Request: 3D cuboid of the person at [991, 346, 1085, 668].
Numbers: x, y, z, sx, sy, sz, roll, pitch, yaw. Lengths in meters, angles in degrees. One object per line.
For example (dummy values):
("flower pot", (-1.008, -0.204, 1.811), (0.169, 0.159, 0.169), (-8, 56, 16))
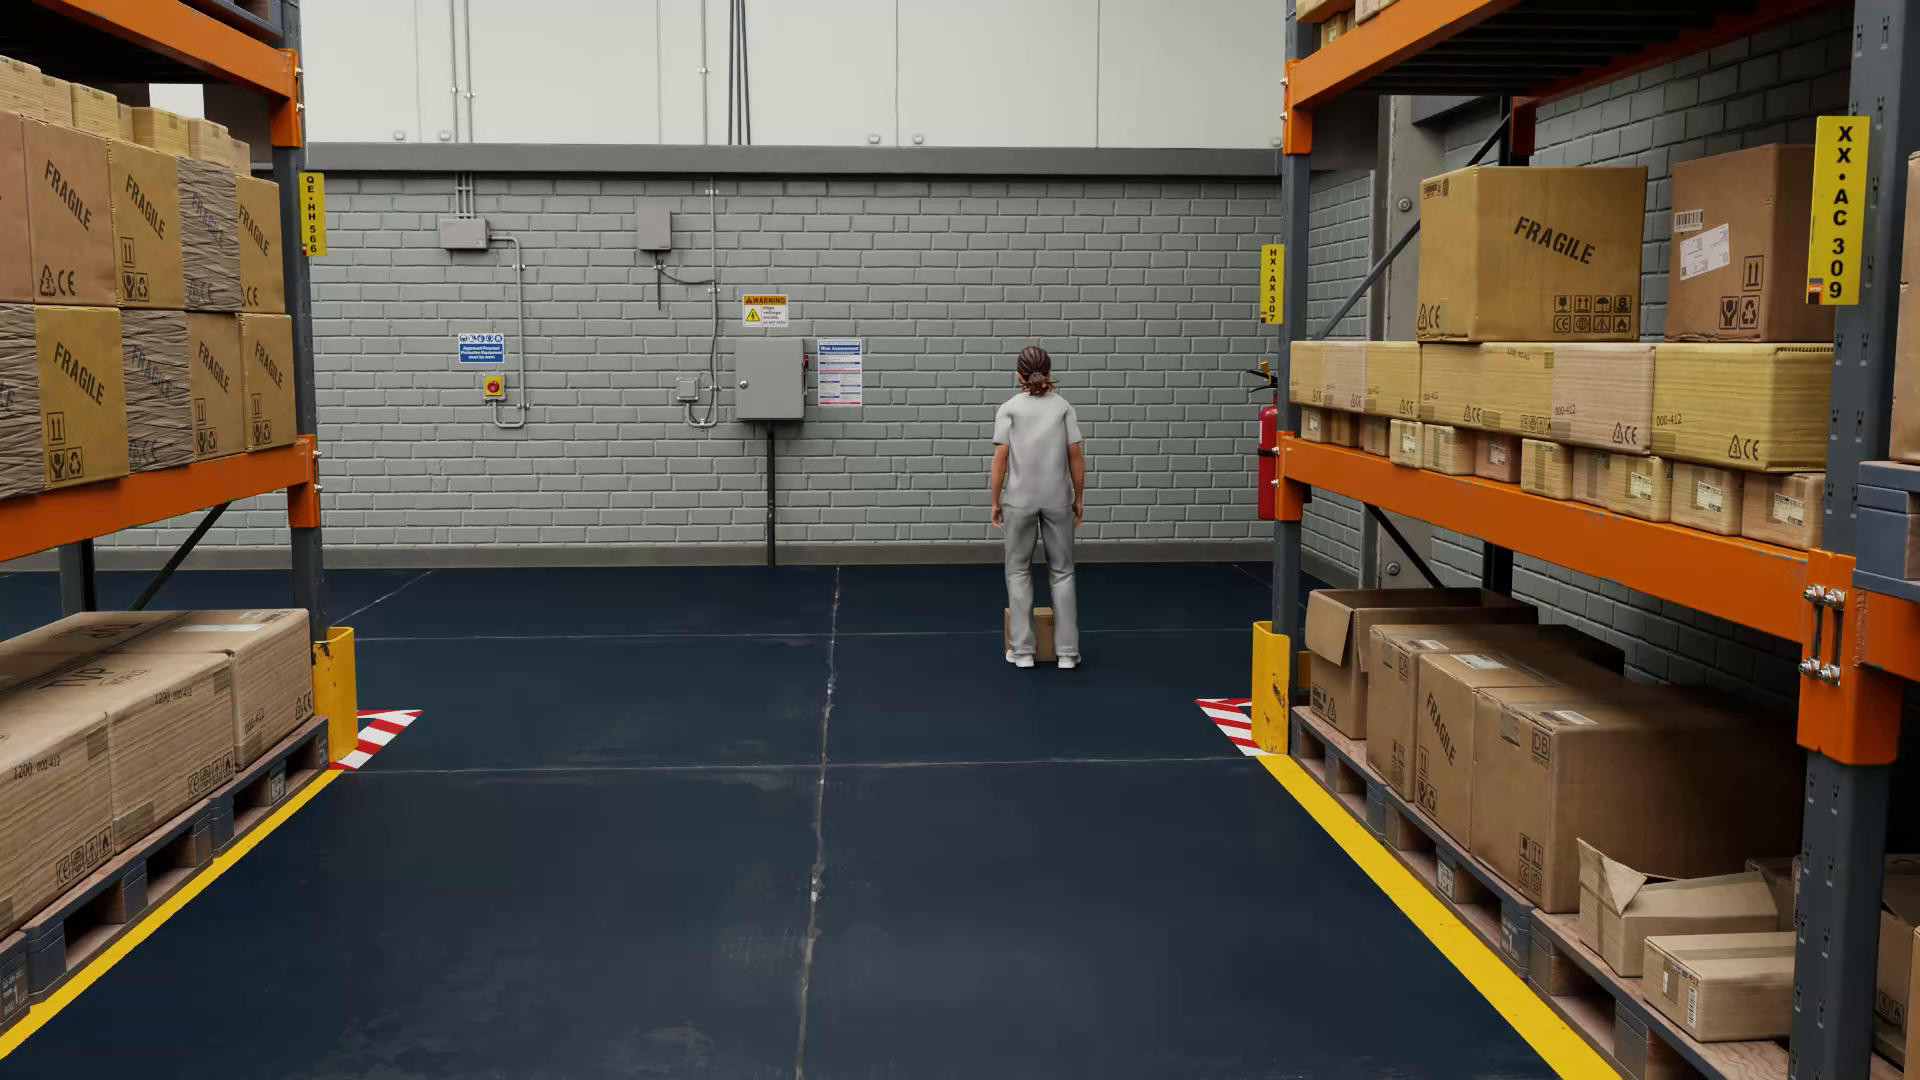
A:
("person", (0.402, -0.142, 8.665), (0.497, 1.613, 0.405), (-1, 7, -5))
